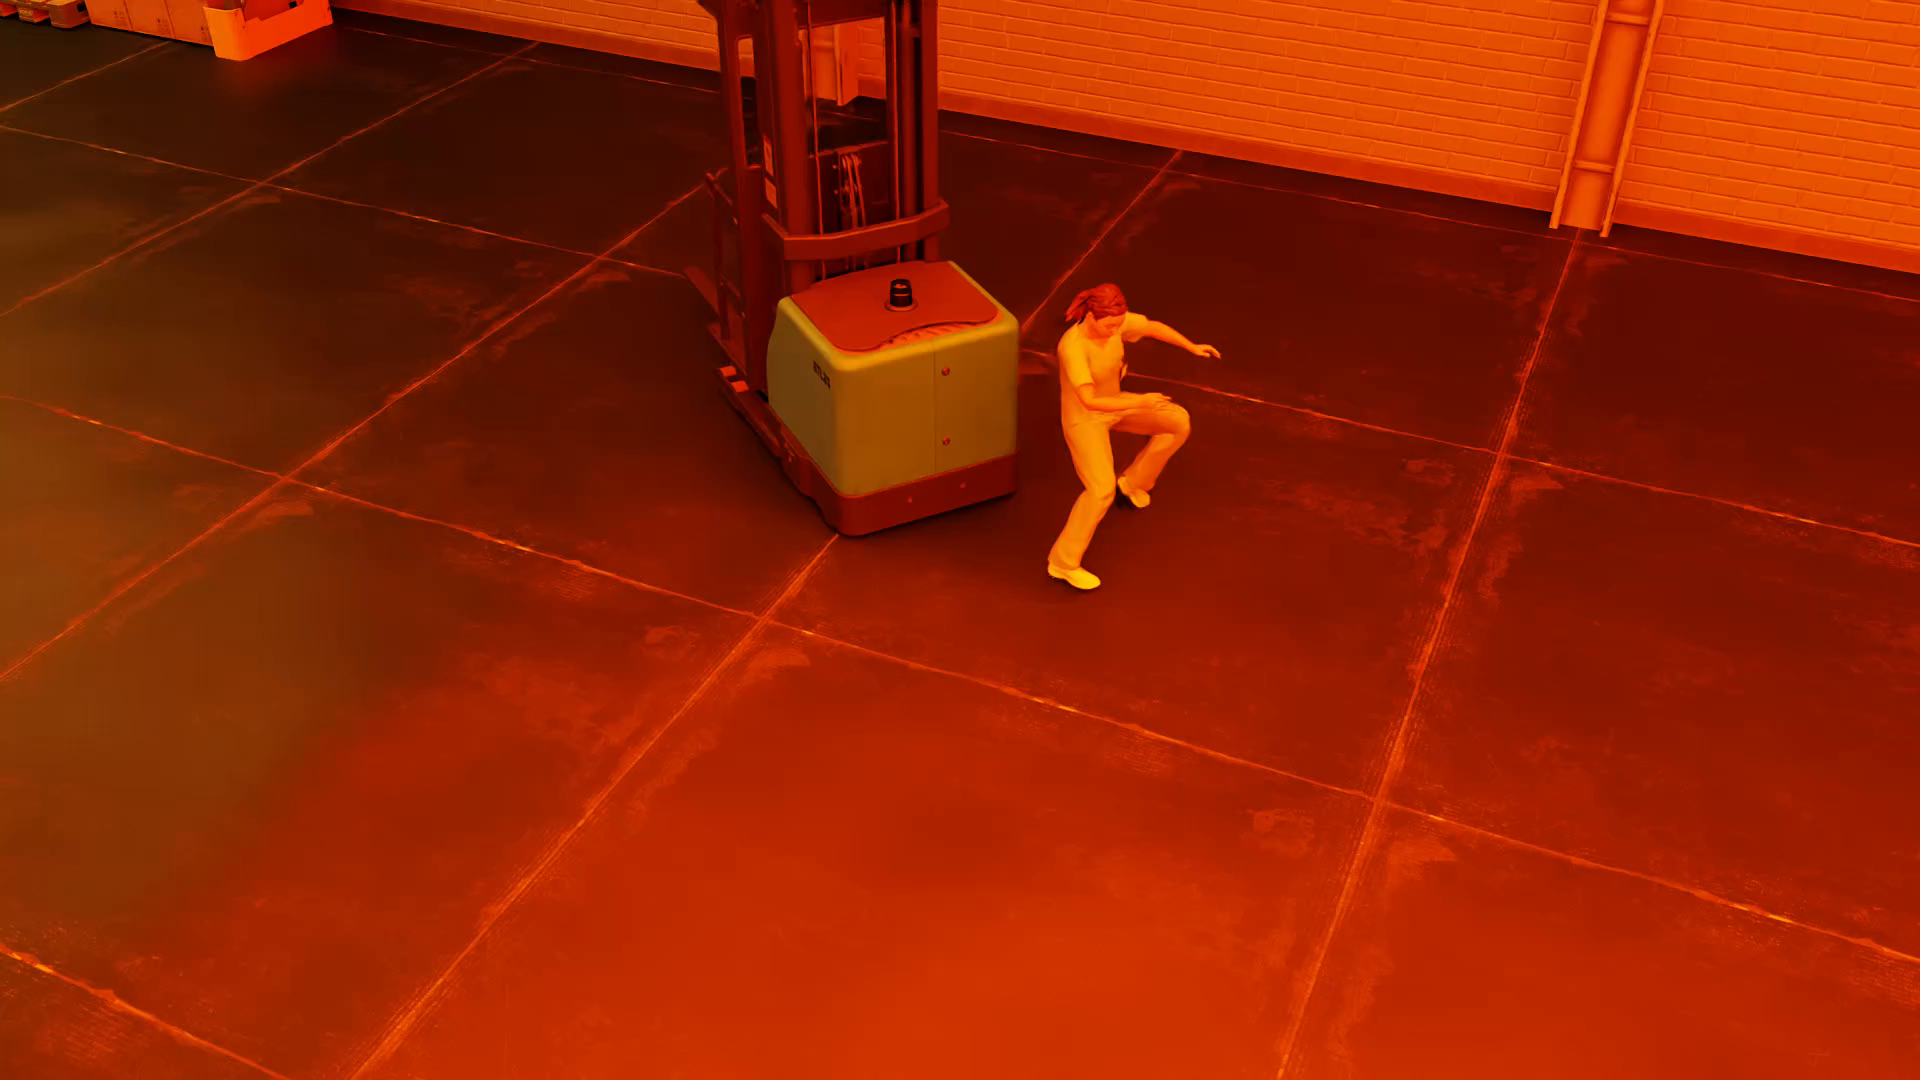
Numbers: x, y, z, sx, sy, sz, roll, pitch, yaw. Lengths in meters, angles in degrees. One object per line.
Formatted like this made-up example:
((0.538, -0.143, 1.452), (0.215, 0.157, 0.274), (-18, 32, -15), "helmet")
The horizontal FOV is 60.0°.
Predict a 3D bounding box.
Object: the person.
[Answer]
((0.786, -0.582, 8.204), (0.685, 1.450, 0.955), (30, 45, 35), "person")

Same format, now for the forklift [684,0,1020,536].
((-0.795, -2.057, 8.970), (1.130, 2.935, 3.031), (-16, 39, -21), "forklift")
